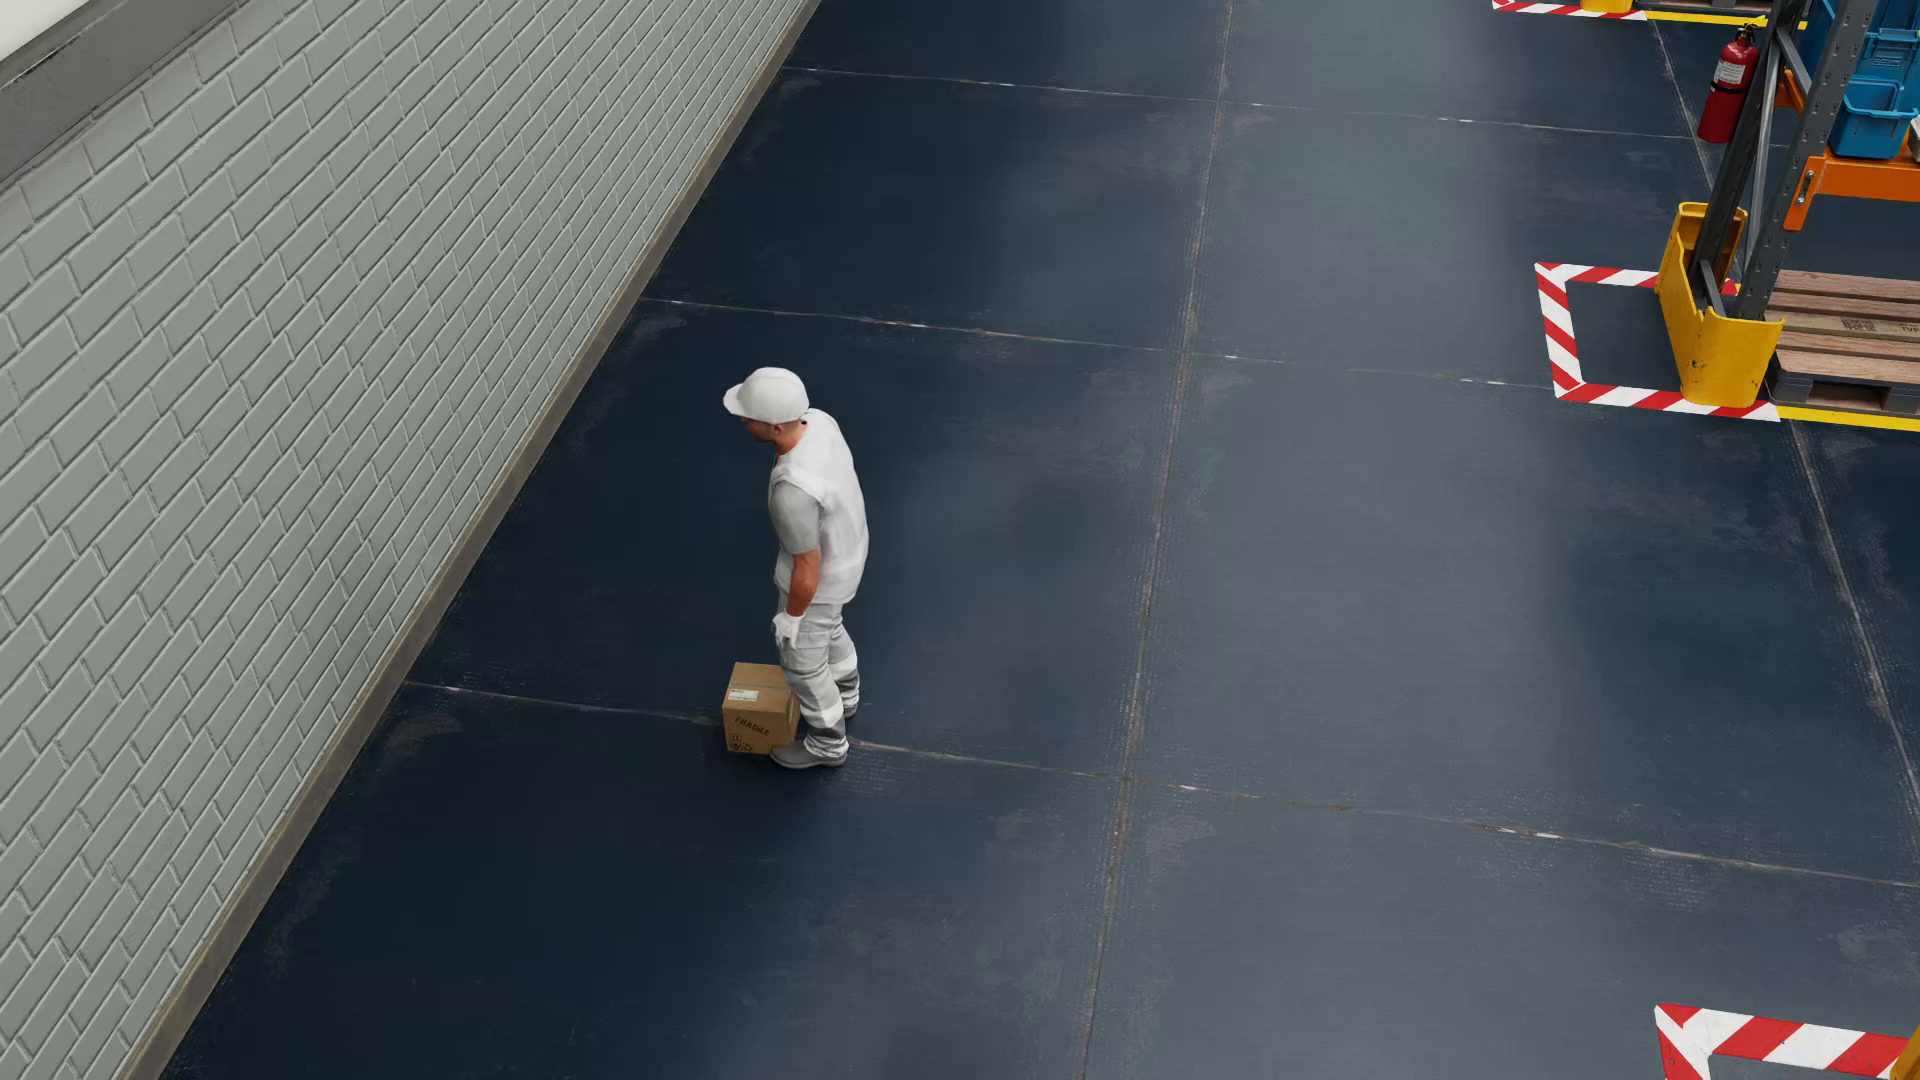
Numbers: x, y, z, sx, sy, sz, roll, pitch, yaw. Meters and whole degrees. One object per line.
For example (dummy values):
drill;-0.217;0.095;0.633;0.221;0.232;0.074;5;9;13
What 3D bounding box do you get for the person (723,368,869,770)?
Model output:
person;-0.557;0.117;6.006;0.448;1.780;0.619;4;40;5
